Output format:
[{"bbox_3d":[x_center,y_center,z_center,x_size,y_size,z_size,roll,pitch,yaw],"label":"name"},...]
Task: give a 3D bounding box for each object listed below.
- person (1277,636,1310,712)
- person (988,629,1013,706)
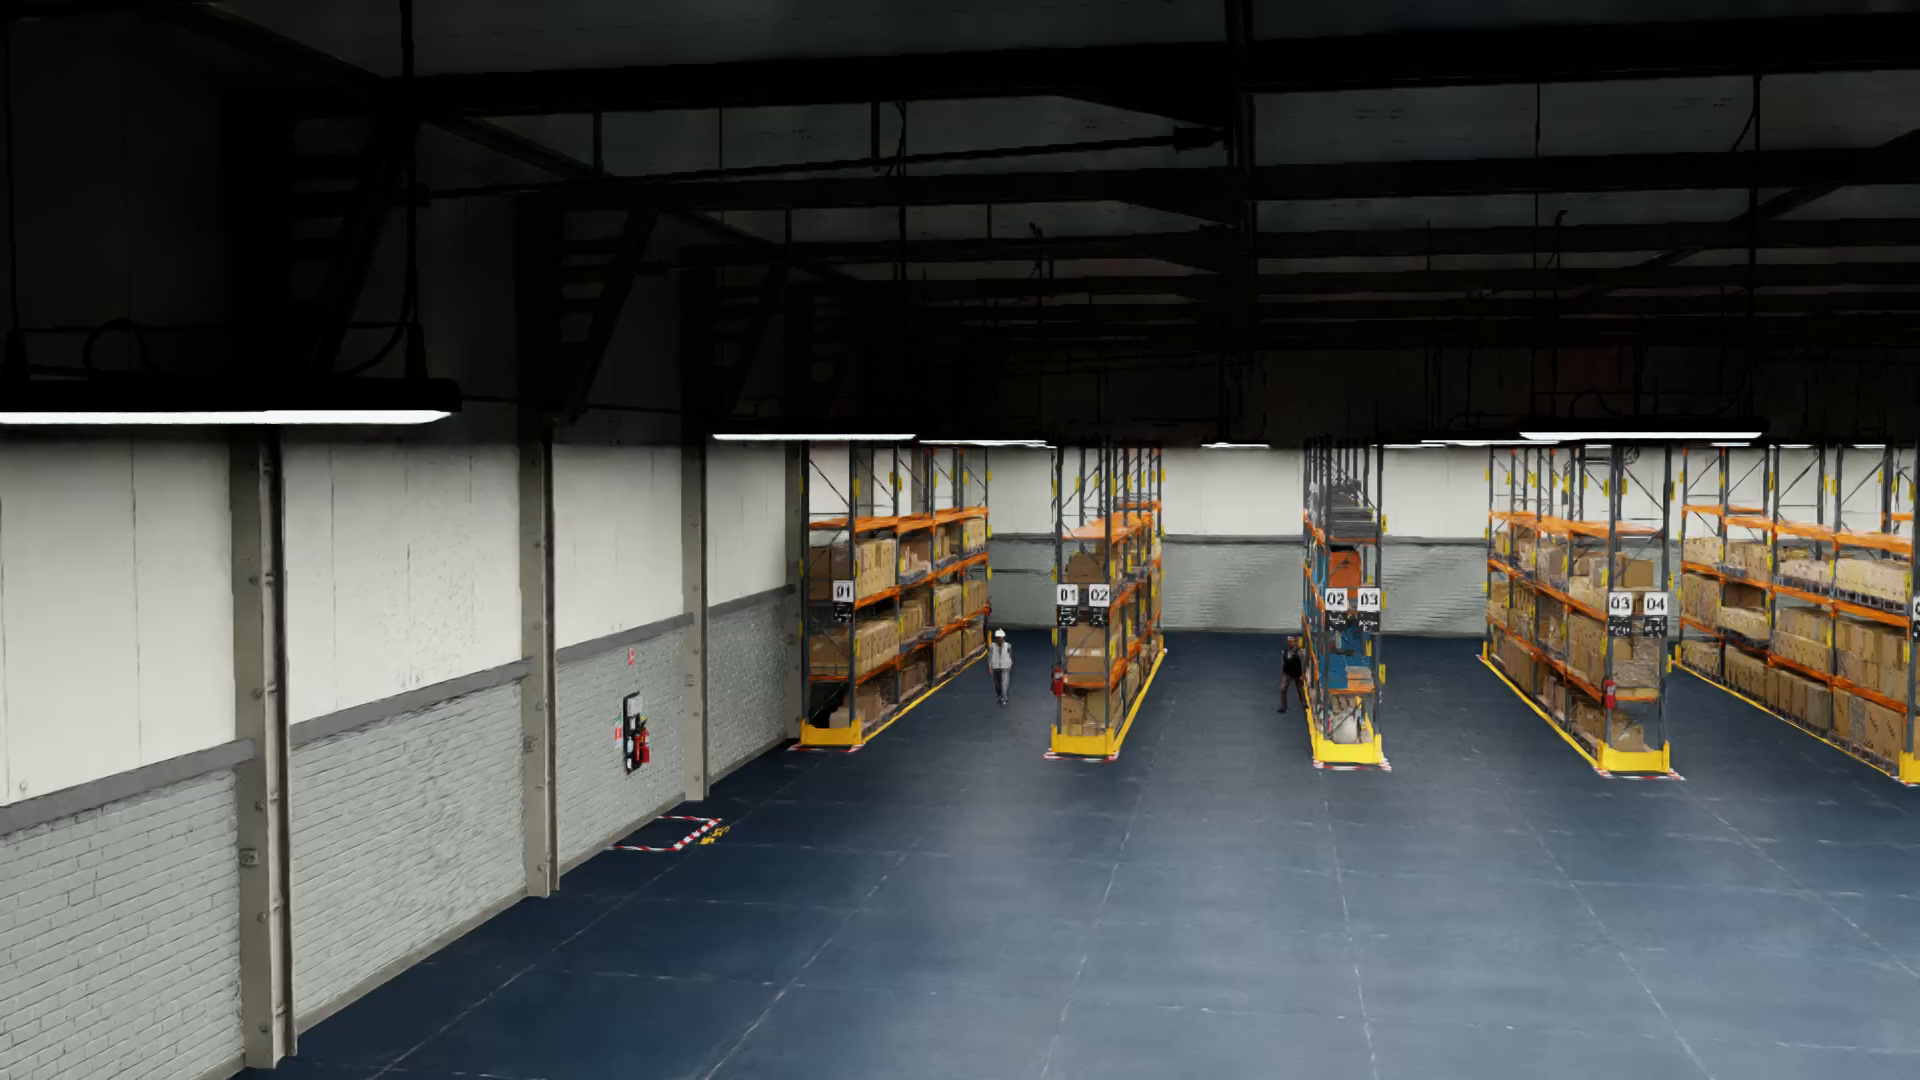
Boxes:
[{"bbox_3d":[7.300,2.927,36.373,0.572,1.668,0.954,2,4,31],"label":"person"},{"bbox_3d":[0.892,2.837,37.333,0.546,1.695,1.105,0,3,9],"label":"person"}]
